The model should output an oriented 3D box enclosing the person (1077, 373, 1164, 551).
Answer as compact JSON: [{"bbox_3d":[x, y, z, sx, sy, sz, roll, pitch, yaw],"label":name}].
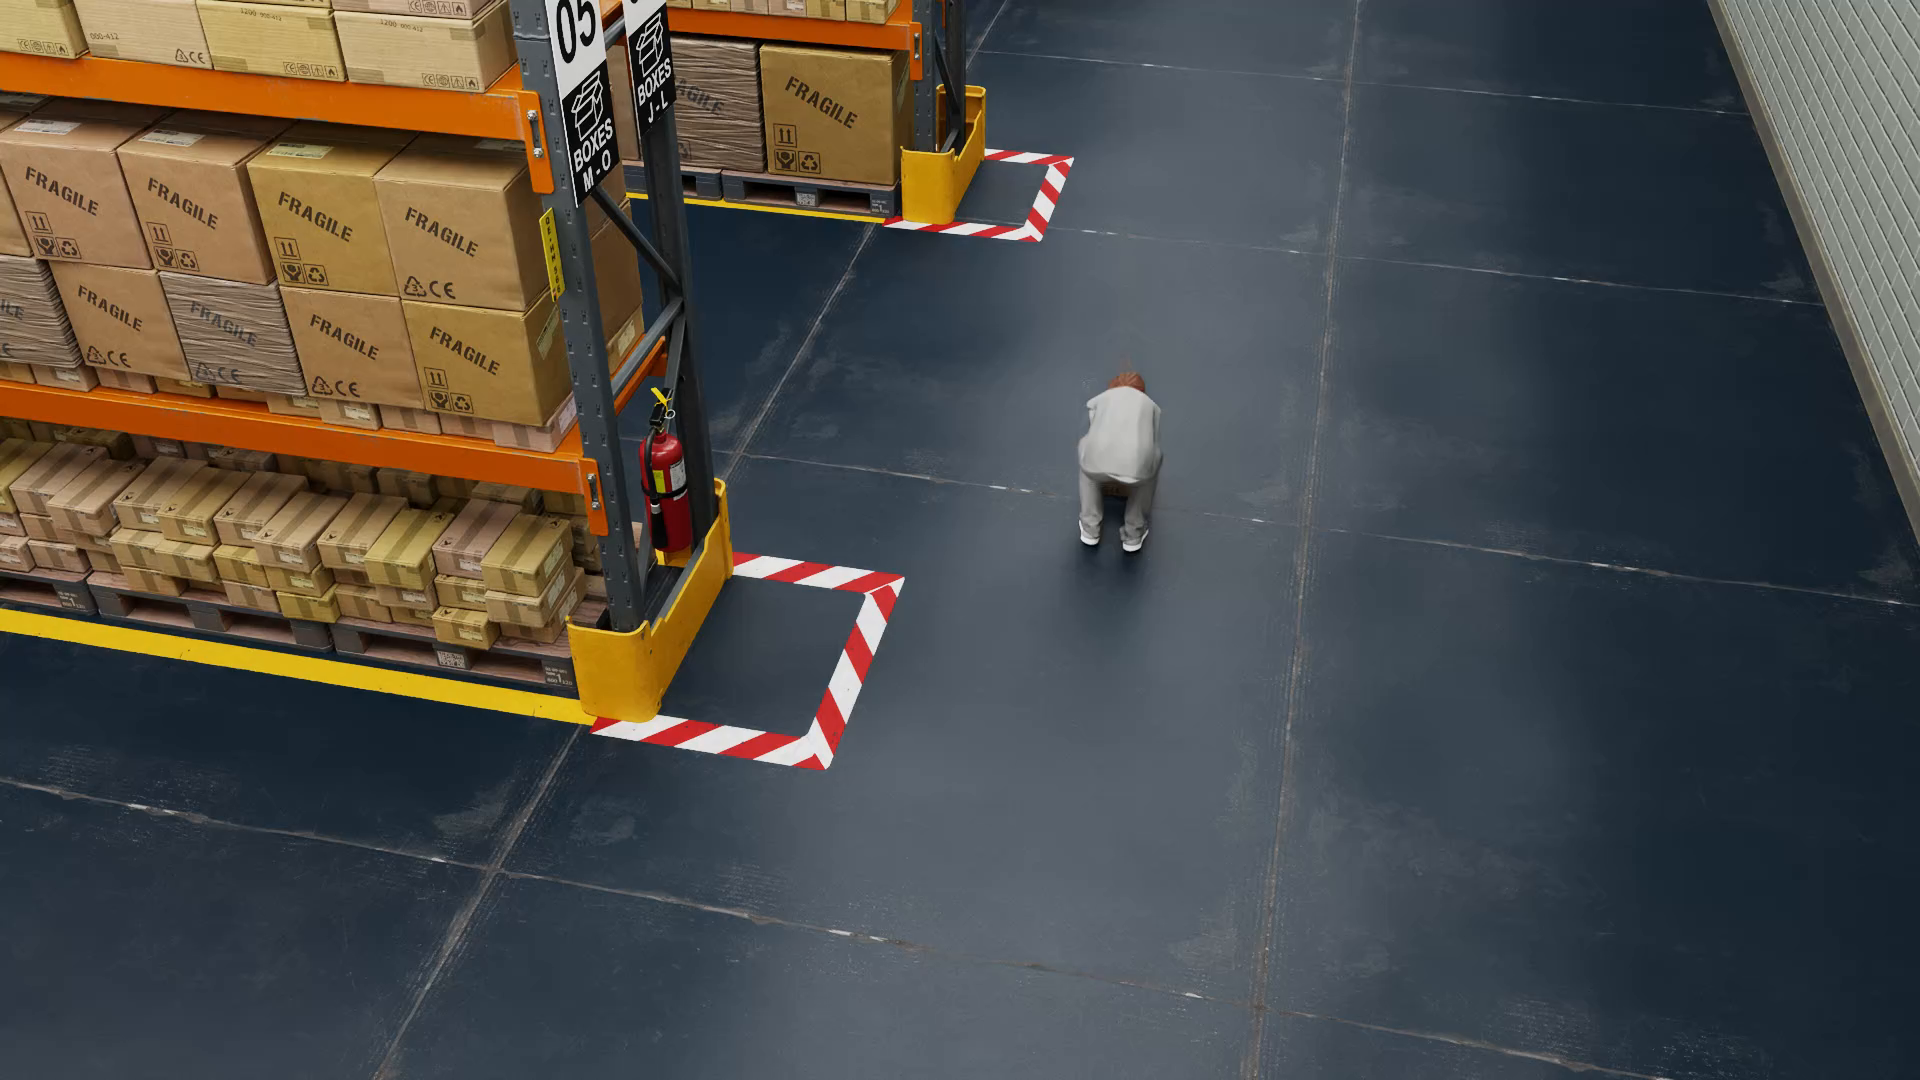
[{"bbox_3d":[0.790,-0.396,8.218,0.428,0.768,0.873,6,38,8],"label":"person"}]
